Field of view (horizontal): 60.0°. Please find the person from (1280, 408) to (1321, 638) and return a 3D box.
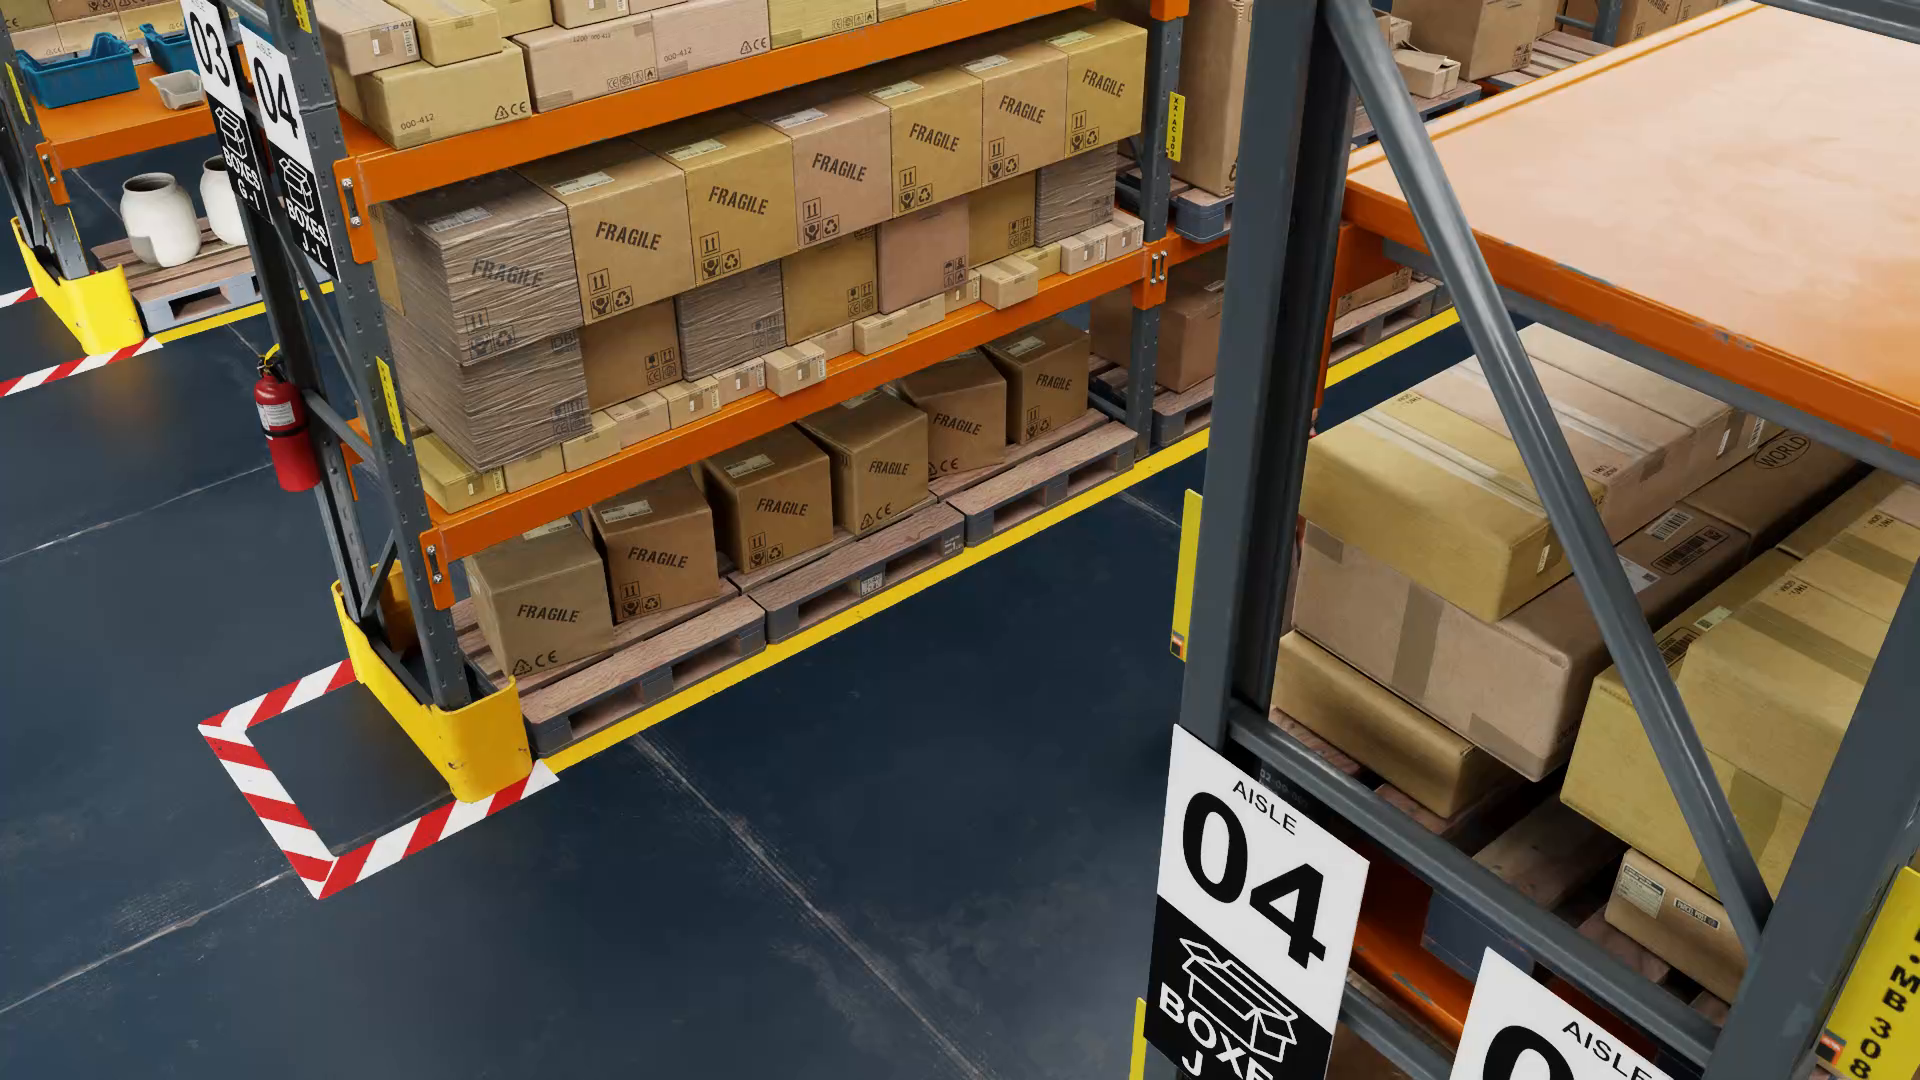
[{"bbox_3d":[1.245,0.052,6.958,0.584,1.657,0.370,-26,43,-32],"label":"person"}]
